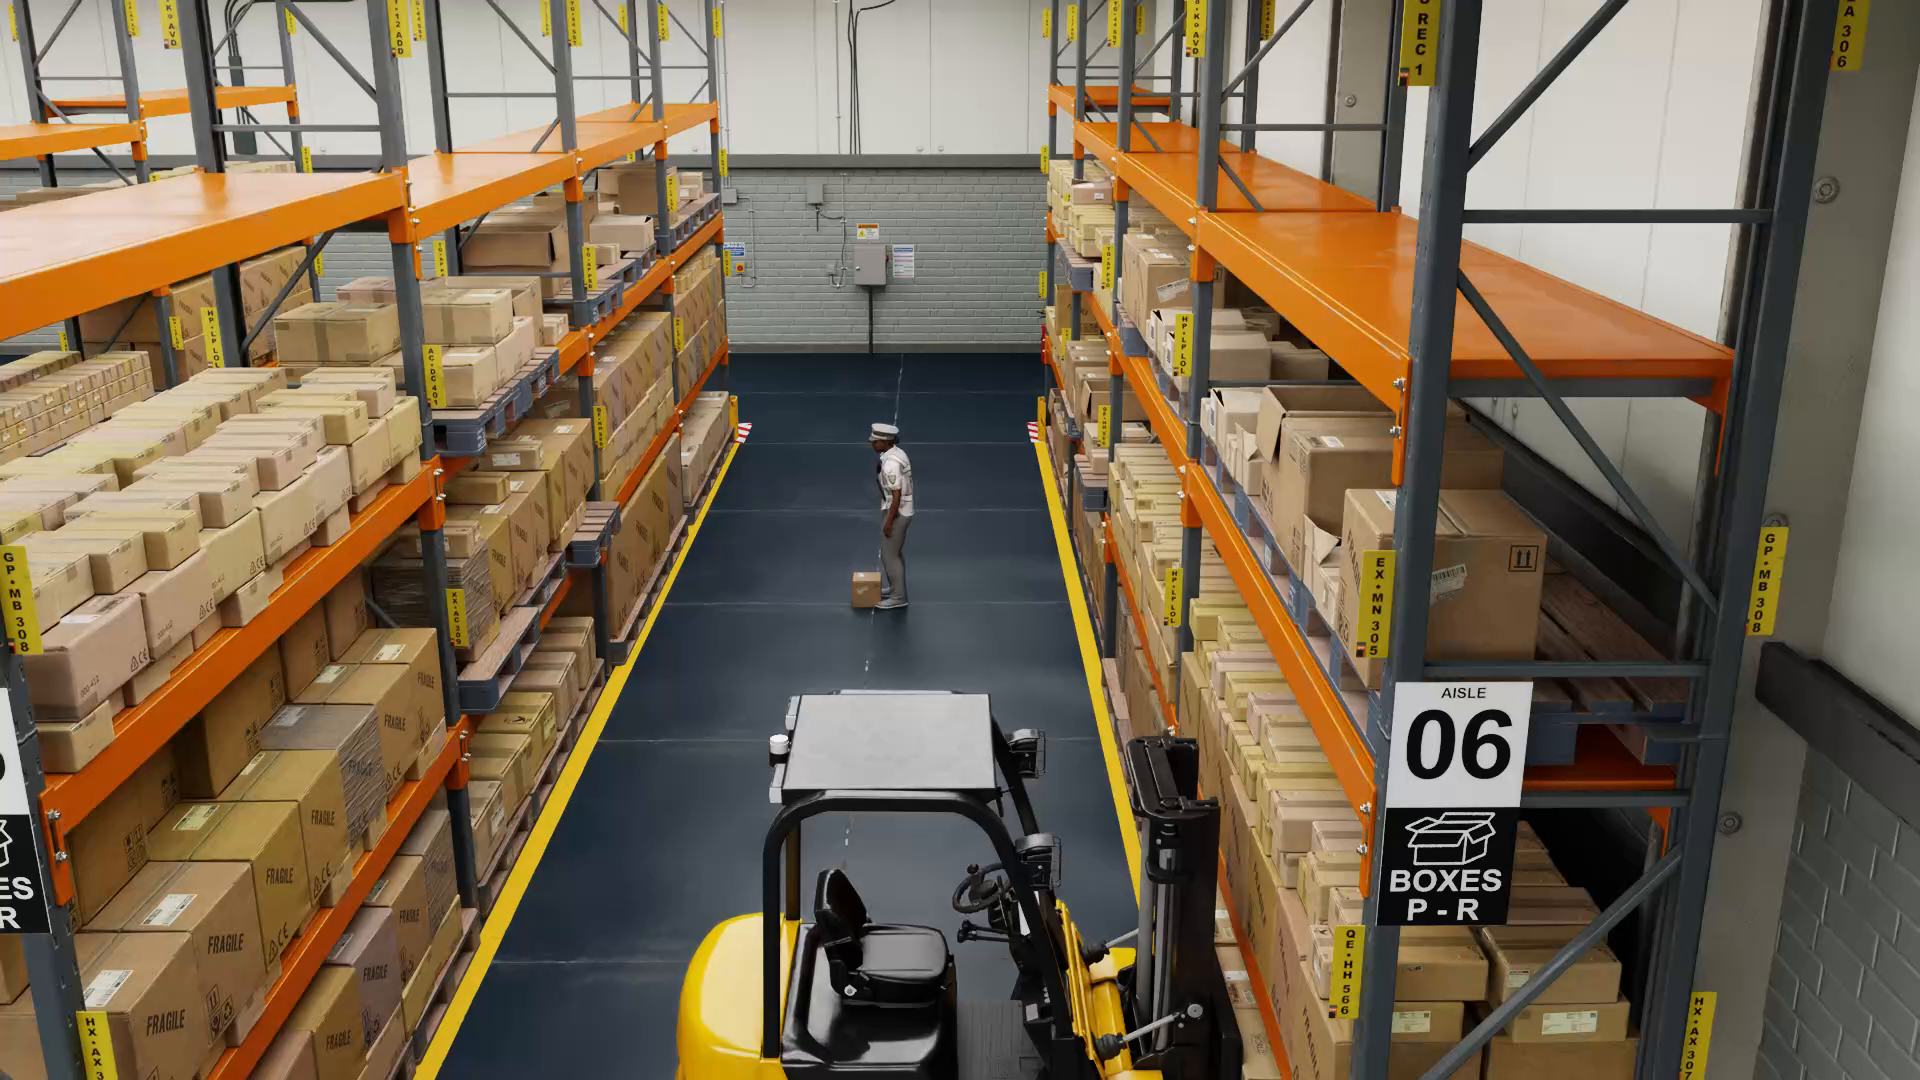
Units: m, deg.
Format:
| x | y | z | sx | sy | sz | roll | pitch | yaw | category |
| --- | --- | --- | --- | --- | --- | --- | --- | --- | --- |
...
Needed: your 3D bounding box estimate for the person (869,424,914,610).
| x | y | z | sx | sy | sz | roll | pitch | yaw | category |
| --- | --- | --- | --- | --- | --- | --- | --- | --- | --- |
| -0.603 | -0.226 | 14.790 | 0.391 | 1.663 | 0.530 | -1 | 17 | -2 | person |
